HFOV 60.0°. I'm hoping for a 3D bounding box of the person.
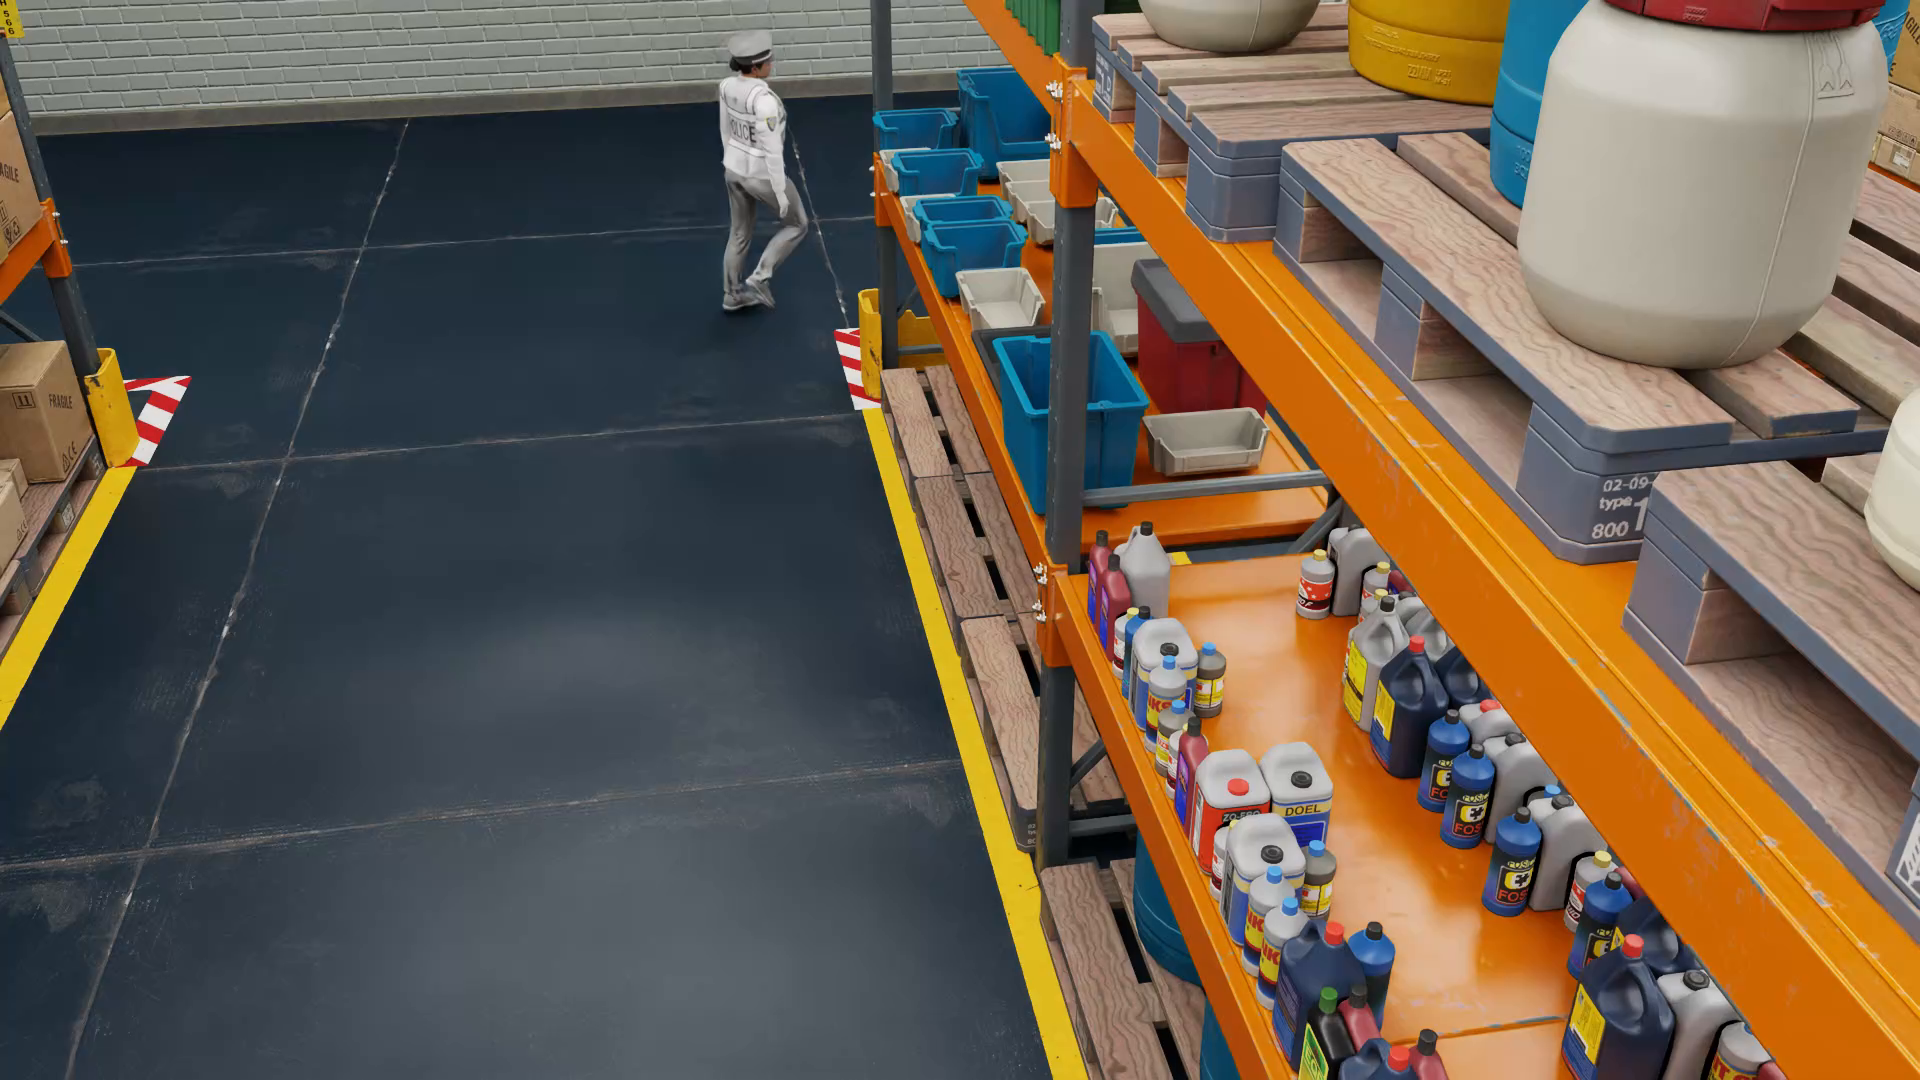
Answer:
[{"bbox_3d":[-1.144,-2.108,9.610,0.581,1.662,0.454,26,40,37],"label":"person"}]
